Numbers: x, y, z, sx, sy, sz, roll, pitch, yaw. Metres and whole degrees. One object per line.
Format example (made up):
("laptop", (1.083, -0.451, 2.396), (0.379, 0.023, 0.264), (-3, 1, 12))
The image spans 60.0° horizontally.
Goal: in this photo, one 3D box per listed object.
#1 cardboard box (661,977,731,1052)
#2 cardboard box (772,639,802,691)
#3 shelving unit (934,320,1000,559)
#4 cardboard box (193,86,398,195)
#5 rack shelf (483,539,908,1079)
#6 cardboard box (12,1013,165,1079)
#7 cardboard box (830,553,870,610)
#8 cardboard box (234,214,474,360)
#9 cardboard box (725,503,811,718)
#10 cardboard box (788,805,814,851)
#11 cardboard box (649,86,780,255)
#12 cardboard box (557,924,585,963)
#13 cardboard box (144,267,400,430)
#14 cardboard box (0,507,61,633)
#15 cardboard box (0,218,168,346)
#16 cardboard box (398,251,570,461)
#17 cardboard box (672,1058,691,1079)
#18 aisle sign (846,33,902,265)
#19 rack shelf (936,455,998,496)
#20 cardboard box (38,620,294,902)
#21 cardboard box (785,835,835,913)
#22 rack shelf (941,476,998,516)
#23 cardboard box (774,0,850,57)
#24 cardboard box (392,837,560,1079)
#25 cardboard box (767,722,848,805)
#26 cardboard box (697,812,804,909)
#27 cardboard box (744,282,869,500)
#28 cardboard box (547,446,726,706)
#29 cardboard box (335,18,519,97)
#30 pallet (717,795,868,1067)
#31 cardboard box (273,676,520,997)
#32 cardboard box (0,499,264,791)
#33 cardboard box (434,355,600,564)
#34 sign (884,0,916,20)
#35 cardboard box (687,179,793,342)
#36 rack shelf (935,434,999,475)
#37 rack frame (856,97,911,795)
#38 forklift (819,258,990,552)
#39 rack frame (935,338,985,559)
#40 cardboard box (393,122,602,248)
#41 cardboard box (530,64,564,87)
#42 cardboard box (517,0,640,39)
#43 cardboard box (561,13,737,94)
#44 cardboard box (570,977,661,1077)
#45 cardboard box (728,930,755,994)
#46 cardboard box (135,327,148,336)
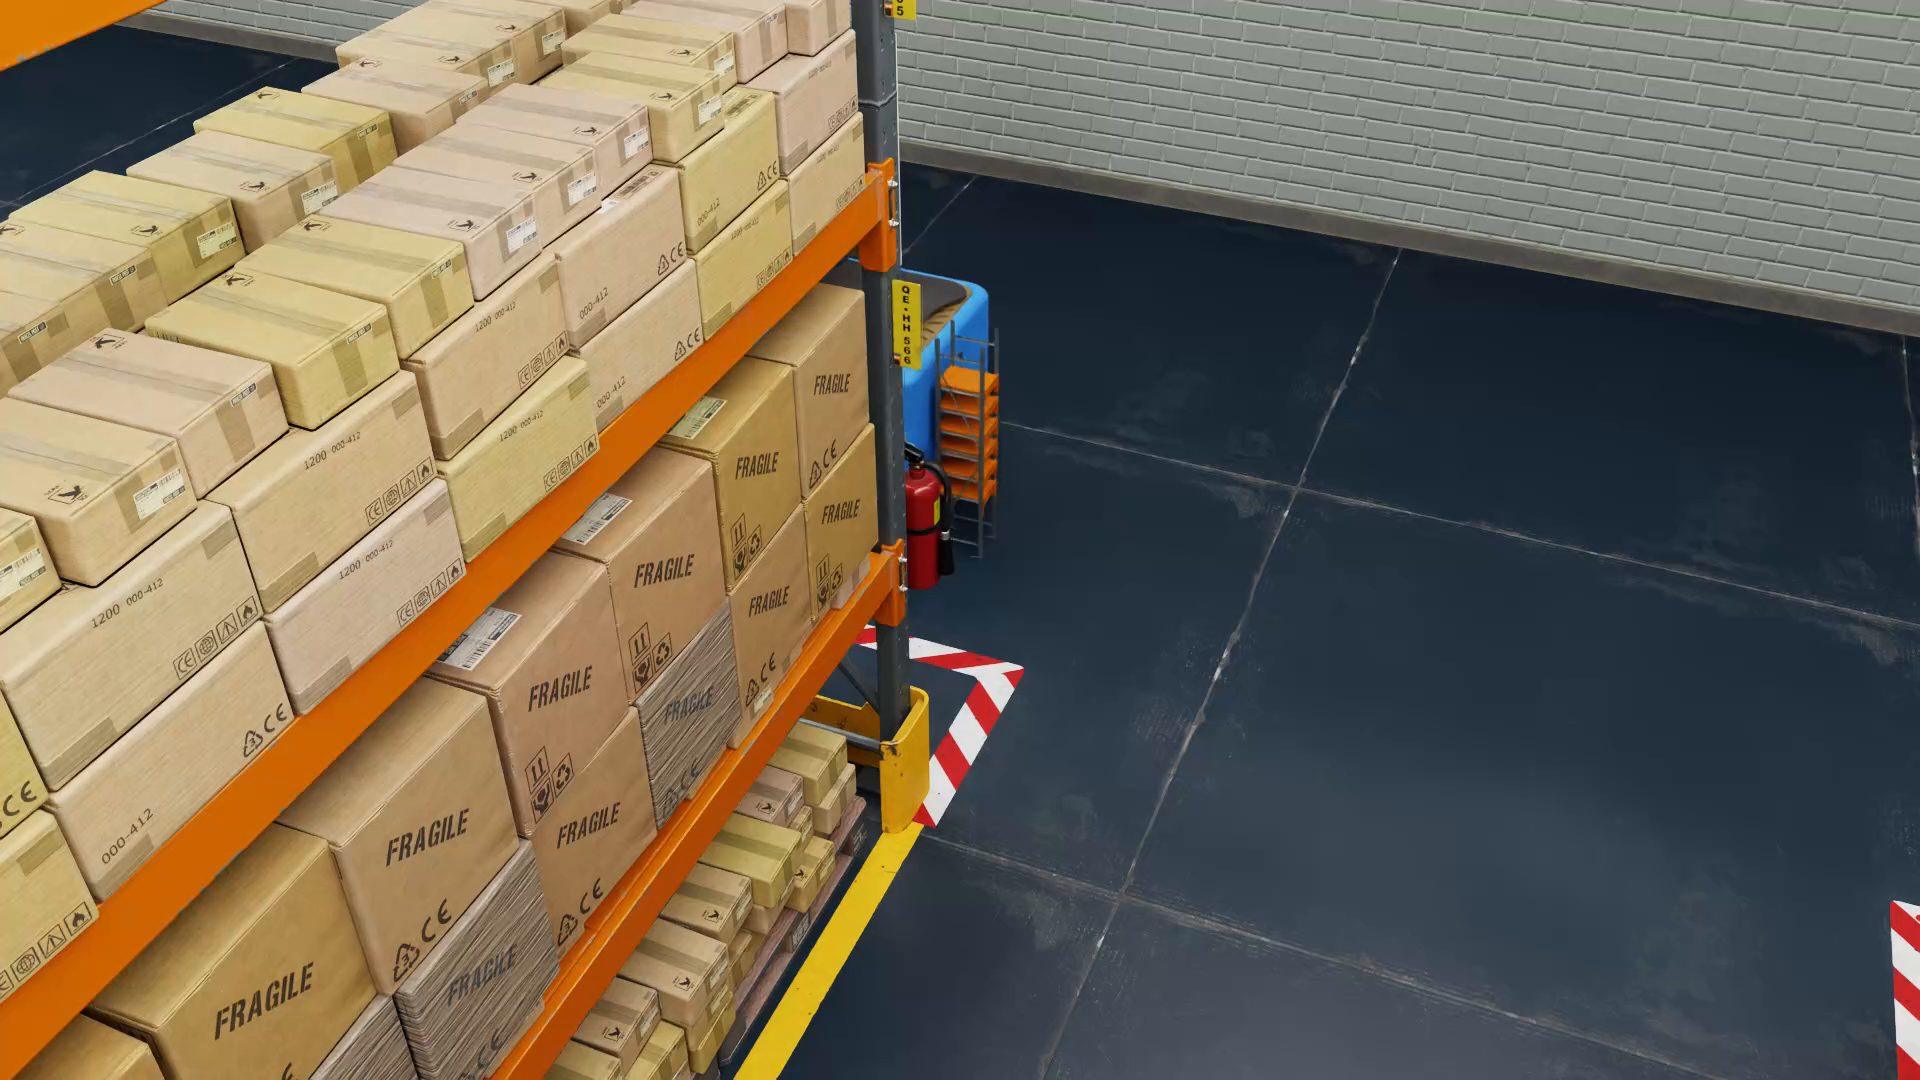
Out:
("cardboard box", (-1.001, 1.523, 5.590), (0.380, 0.149, 0.250), (14, 39, 18))
("cardboard box", (-0.757, 0.350, 5.587), (0.380, 0.149, 0.250), (13, 39, 17))
("shelving unit", (0.033, -0.463, 7.969), (0.258, 1.200, 0.189), (14, 39, 17))
("cardboard box", (-1.583, -0.944, 3.978), (0.380, 0.149, 0.250), (15, 39, 19))
("rack shelf", (-1.444, 1.129, 4.937), (1.077, 0.370, 4.000), (14, 39, 18))
("cardboard box", (-1.808, 1.194, 3.081), (0.500, 0.500, 0.500), (15, 39, 19))
("cardboard box", (-0.546, 0.079, 5.950), (0.380, 0.149, 0.250), (14, 39, 18))
("cardboard box", (-1.239, -0.524, 3.416), (0.380, 0.149, 0.250), (13, 39, 16))
("cardboard box", (-0.817, 0.166, 5.292), (0.500, 0.500, 0.500), (13, 39, 17))
("cardboard box", (-0.770, 1.078, 6.186), (0.380, 0.149, 0.250), (13, 39, 17))
("cardboard box", (-0.817, -1.012, 4.402), (0.500, 0.250, 0.500), (13, 39, 17))
("cardboard box", (-1.280, 1.067, 4.628), (0.380, 0.149, 0.250), (15, 39, 19))
("cardboard box", (-1.326, -0.376, 3.218), (0.380, 0.149, 0.250), (16, 40, 20))
("cardboard box", (-1.693, 0.046, 2.654), (0.380, 0.149, 0.250), (13, 39, 17))
("cardboard box", (-1.871, -0.511, 3.398), (0.380, 0.149, 0.250), (14, 39, 17))
("cardboard box", (-1.217, -0.452, 3.653), (0.500, 0.250, 0.500), (12, 38, 16))
("cardboard box", (-1.119, 1.780, 5.495), (0.380, 0.149, 0.250), (15, 39, 19))
("aisle sign", (-0.378, -1.280, 5.387), (0.394, 0.787, 0.004), (14, 39, 18))
("rack shelf", (0.033, -0.331, 8.067), (0.258, 0.103, 0.180), (14, 39, 17))
("cardboard box", (-1.603, 0.331, 3.023), (0.500, 0.250, 0.500), (13, 39, 17))
("cardboard box", (-0.695, 1.212, 6.256), (0.380, 0.149, 0.250), (15, 39, 19))
("rack shelf", (0.033, -0.235, 8.139), (0.258, 0.103, 0.180), (14, 39, 17))
("cardboard box", (-0.538, -1.517, 4.745), (0.380, 0.149, 0.250), (14, 39, 17))
("cardboard box", (-1.377, 1.026, 4.142), (0.500, 0.500, 0.500), (13, 39, 17))
("cardboard box", (-0.650, 0.820, 6.283), (0.380, 0.149, 0.250), (14, 39, 18))
("cardboard box", (-0.780, 1.118, 5.884), (0.380, 0.149, 0.250), (13, 39, 17))
("cardboard box", (-0.627, -0.516, 5.369), (0.500, 0.500, 0.500), (13, 39, 17))
("cardboard box", (-1.010, 0.054, 4.606), (0.500, 0.500, 0.500), (16, 40, 20))
("cardboard box", (-1.395, -1.235, 4.368), (0.380, 0.149, 0.250), (14, 39, 18))
("pallet", (-1.054, 1.334, 6.390), (1.003, 0.211, 1.213), (14, 39, 18))
("cardboard box", (-1.405, 0.632, 3.834), (0.500, 0.500, 0.500), (14, 39, 18))
("cardboard box", (-1.606, 0.120, 2.888), (0.500, 0.250, 0.500), (14, 39, 18))
("cardboard box", (-1.184, -0.241, 3.789), (0.500, 0.250, 0.500), (16, 40, 20))
("sign", (-0.178, -1.685, 4.856), (0.100, 0.325, 0.005), (14, 39, 18))
("cardboard box", (-0.799, -0.812, 4.552), (0.500, 0.250, 0.500), (14, 39, 18))
("rack shelf", (0.033, -0.427, 7.995), (0.258, 0.103, 0.180), (14, 39, 17))
("rack frame", (-0.683, -0.266, 6.203), (1.000, 3.000, 0.127), (14, 39, 18))
("forklift", (-1.408, -1.664, 8.129), (3.031, 2.935, 1.130), (14, 39, 18))
("rack frame", (-0.001, -0.412, 7.901), (0.240, 1.200, 0.006), (14, 39, 17))
("cardboard box", (-1.055, -0.815, 3.806), (0.380, 0.149, 0.250), (15, 39, 19))
("cardboard box", (-1.288, -1.135, 4.567), (0.500, 0.250, 0.500), (13, 39, 17))
("cardboard box", (-1.131, -1.503, 4.727), (0.380, 0.149, 0.250), (15, 39, 20))
("cardboard box", (-0.819, -1.260, 4.401), (0.380, 0.149, 0.250), (13, 39, 16))
("cardboard box", (-1.191, 1.529, 5.334), (0.380, 0.149, 0.250), (13, 39, 16))
("cardboard box", (-0.957, 1.478, 5.899), (0.380, 0.149, 0.250), (14, 39, 18))
("cardboard box", (-1.862, -0.282, 3.426), (0.500, 0.250, 0.500), (15, 39, 20))
